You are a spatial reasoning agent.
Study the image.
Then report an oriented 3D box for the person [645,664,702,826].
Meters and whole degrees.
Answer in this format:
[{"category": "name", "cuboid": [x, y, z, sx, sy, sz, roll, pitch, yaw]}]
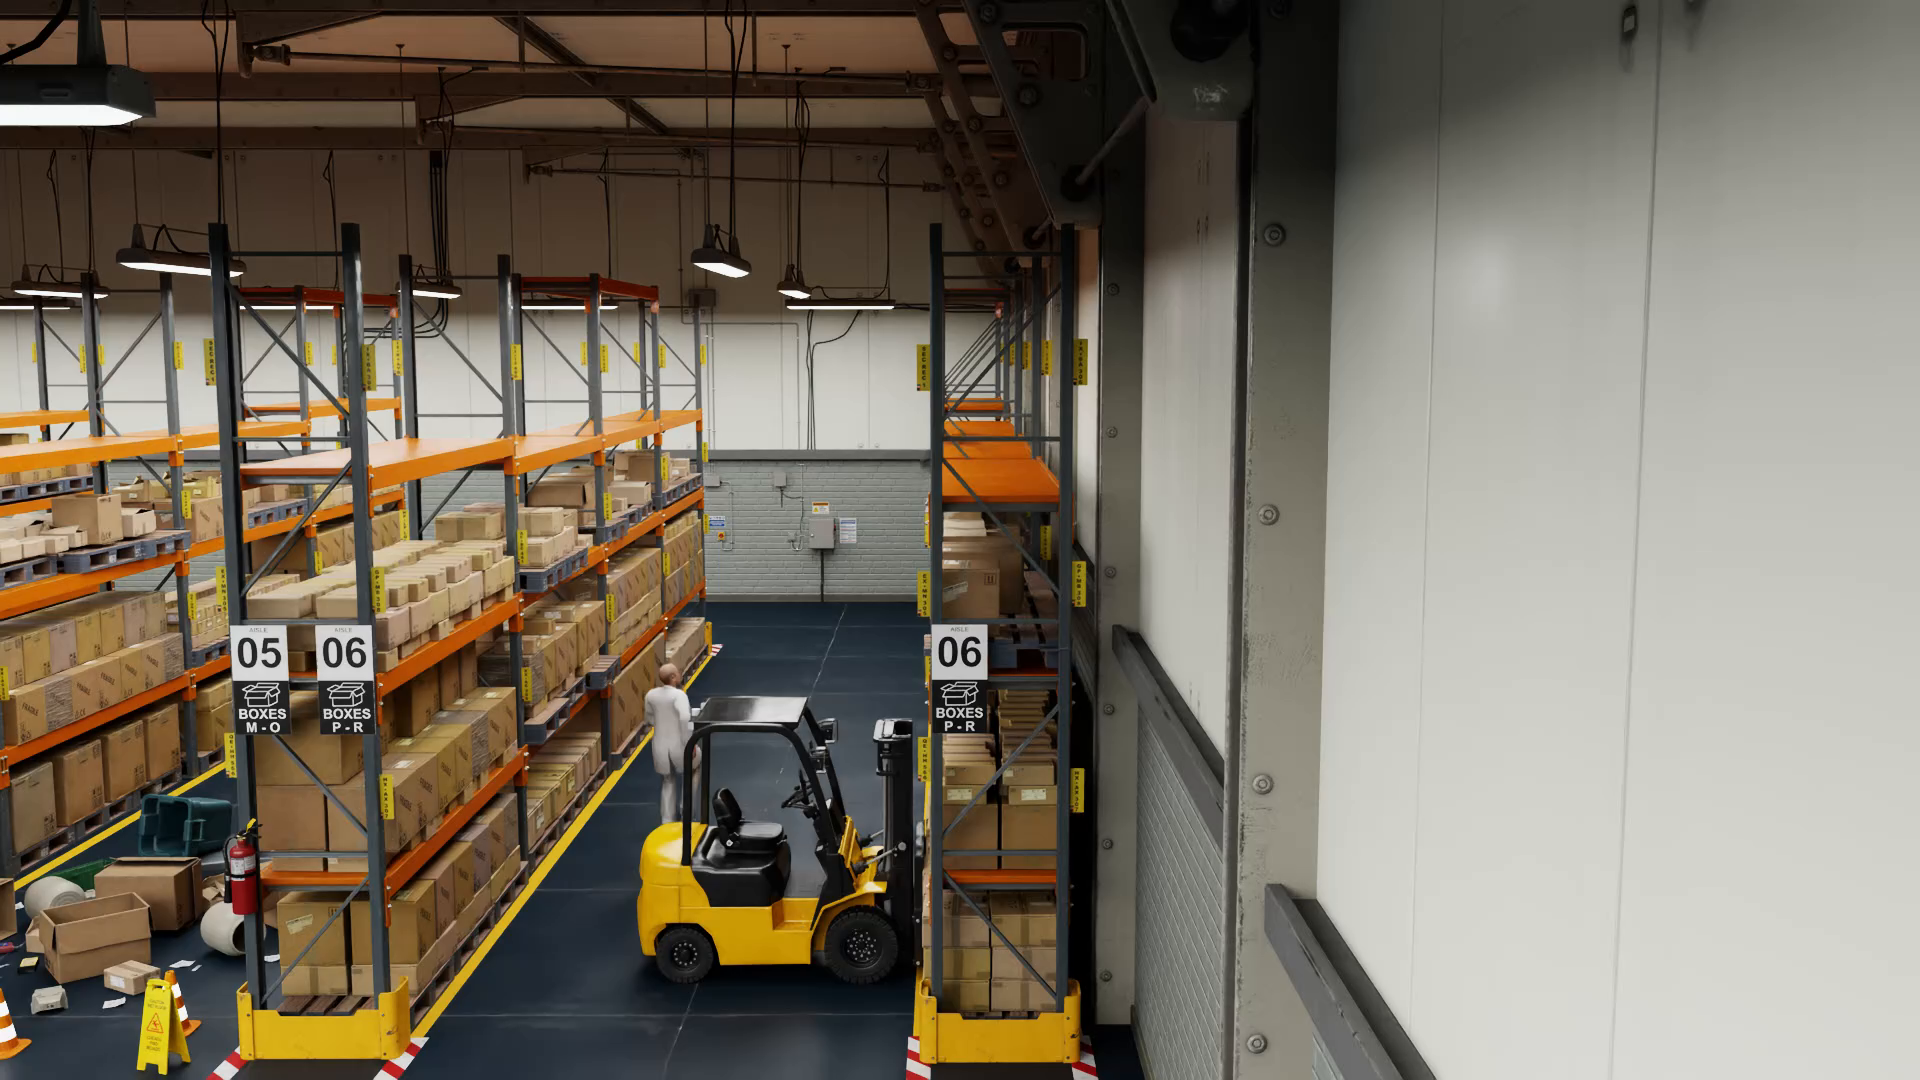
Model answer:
[{"category": "person", "cuboid": [-2.938, 2.119, 16.988, 0.603, 1.755, 0.801, 1, 7, 5]}]
